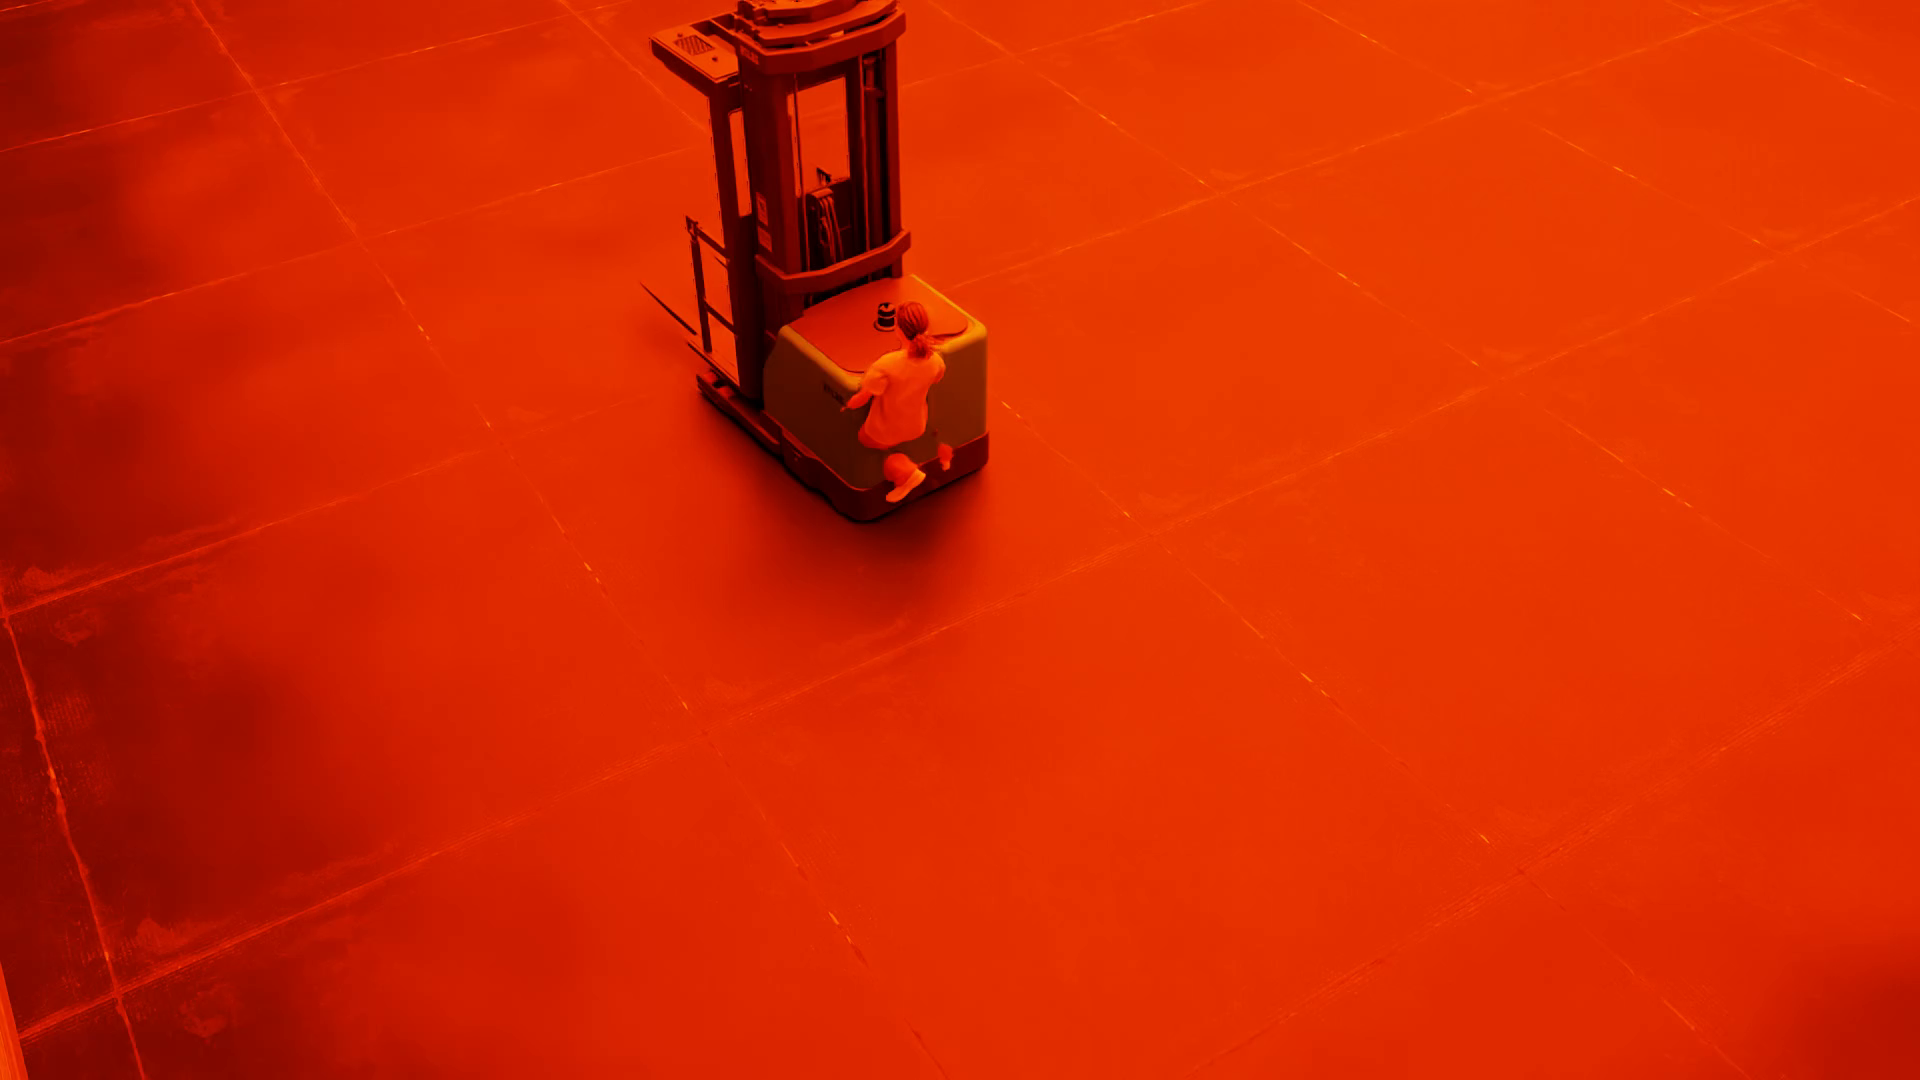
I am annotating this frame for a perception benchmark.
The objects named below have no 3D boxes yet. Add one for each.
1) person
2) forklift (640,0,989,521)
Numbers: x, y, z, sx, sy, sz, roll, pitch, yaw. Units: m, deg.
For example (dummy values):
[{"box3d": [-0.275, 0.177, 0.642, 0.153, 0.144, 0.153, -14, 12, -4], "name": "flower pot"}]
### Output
[{"box3d": [-0.338, -0.842, 9.744, 0.742, 1.400, 0.640, -18, 44, -19], "name": "person"}, {"box3d": [-1.110, -2.140, 10.320, 1.130, 2.935, 3.031, -27, 48, -27], "name": "forklift"}]
